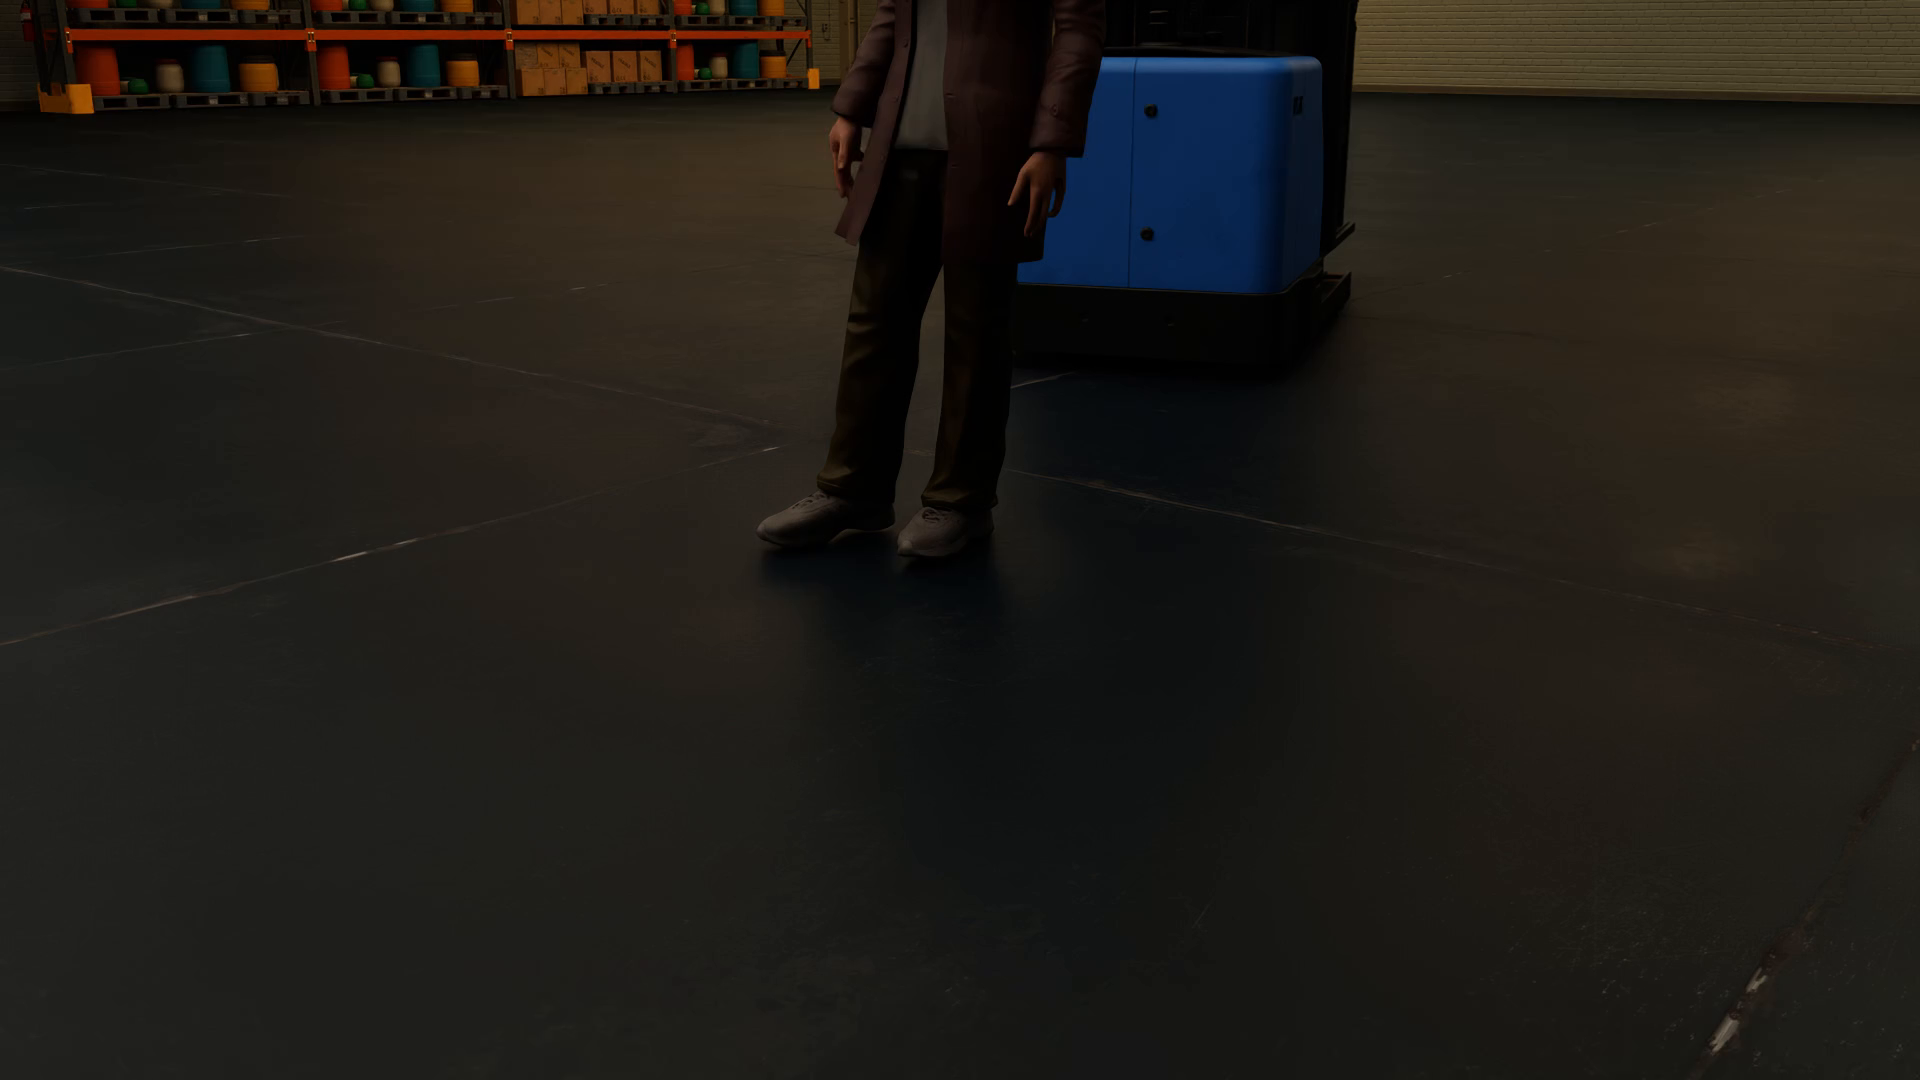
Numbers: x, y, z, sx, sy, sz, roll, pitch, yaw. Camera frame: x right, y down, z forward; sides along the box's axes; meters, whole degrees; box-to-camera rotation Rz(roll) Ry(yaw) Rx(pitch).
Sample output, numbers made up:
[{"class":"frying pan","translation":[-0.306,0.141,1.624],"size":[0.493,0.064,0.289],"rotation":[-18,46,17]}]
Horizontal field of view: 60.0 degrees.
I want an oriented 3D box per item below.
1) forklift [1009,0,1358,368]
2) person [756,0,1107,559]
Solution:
[{"class":"forklift","translation":[1.074,-2.385,6.751],"size":[1.130,2.935,3.031],"rotation":[6,18,18]},{"class":"person","translation":[-0.061,-0.838,3.617],"size":[0.696,1.776,0.582],"rotation":[13,21,37]}]
